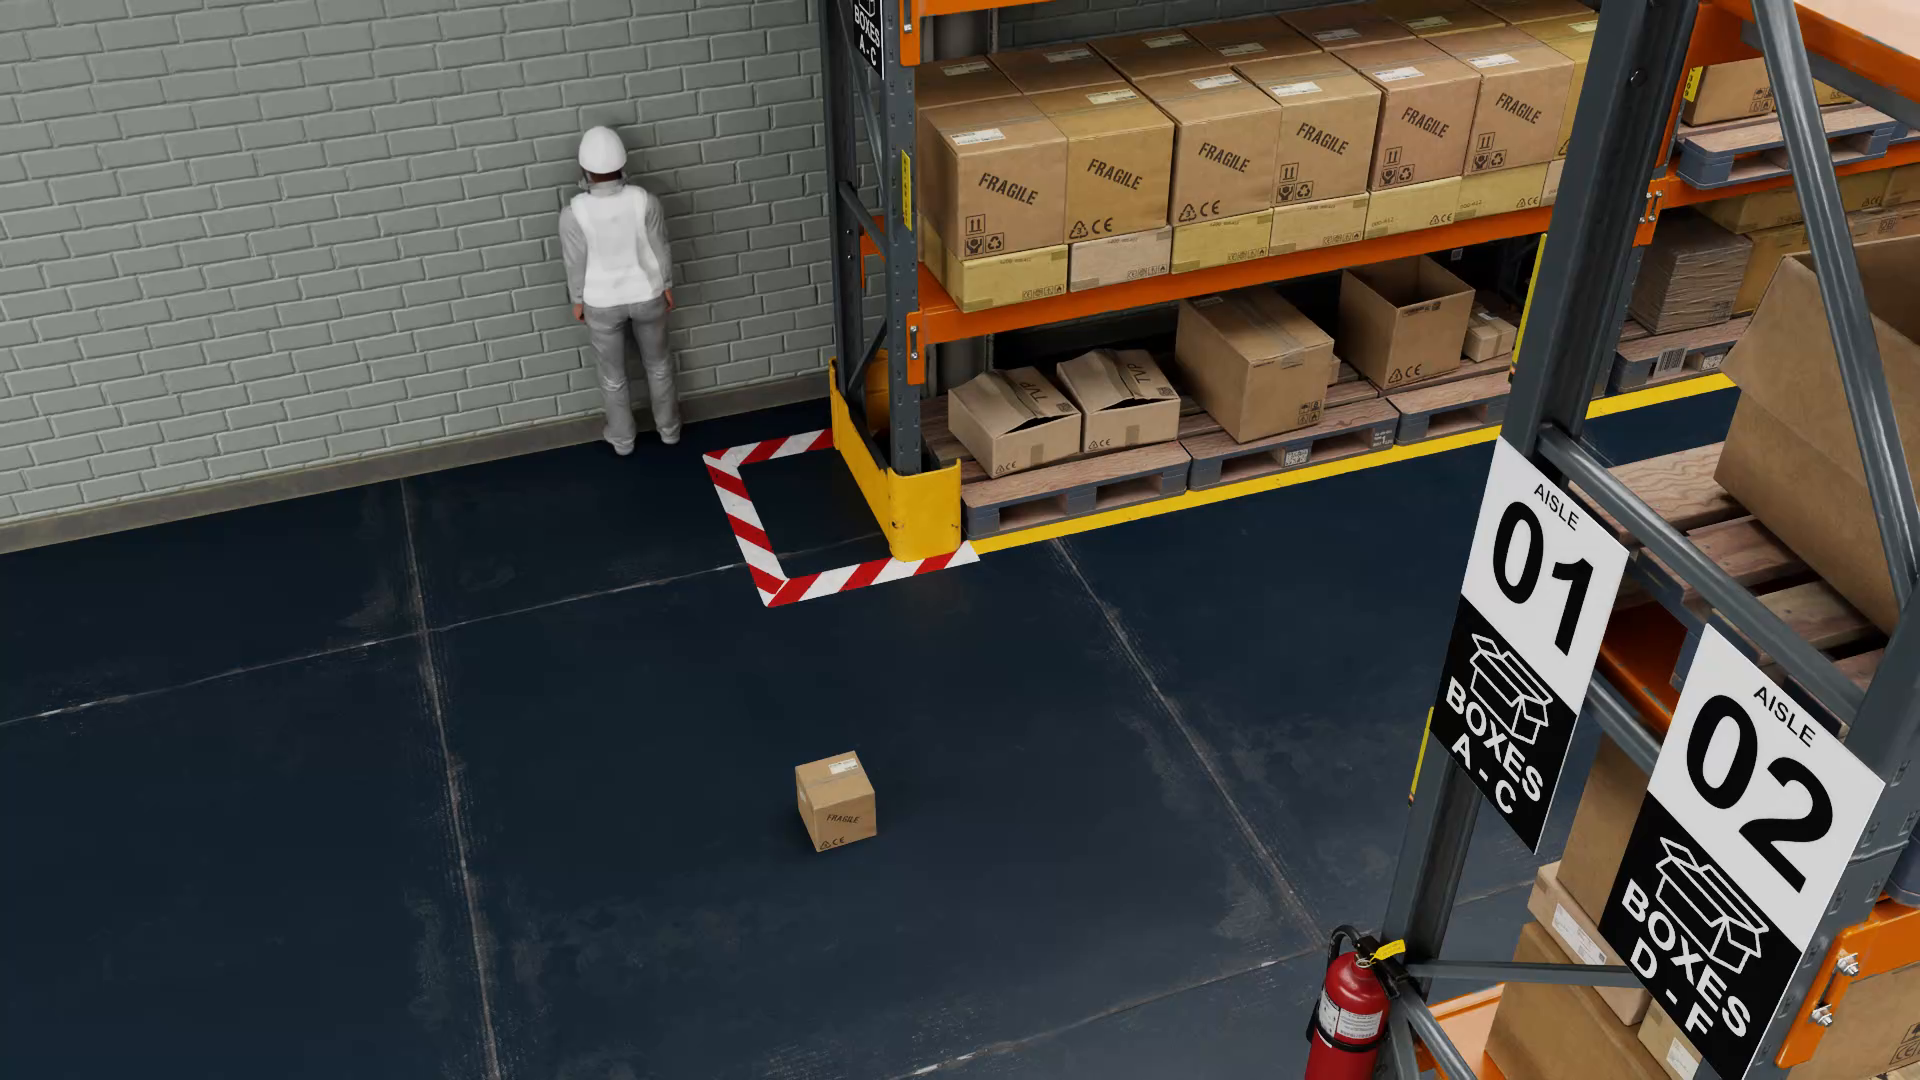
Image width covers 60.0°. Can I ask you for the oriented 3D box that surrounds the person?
[{"bbox_3d":[-1.696,-1.238,8.329,0.527,1.777,0.387,-13,39,-16],"label":"person"}]
